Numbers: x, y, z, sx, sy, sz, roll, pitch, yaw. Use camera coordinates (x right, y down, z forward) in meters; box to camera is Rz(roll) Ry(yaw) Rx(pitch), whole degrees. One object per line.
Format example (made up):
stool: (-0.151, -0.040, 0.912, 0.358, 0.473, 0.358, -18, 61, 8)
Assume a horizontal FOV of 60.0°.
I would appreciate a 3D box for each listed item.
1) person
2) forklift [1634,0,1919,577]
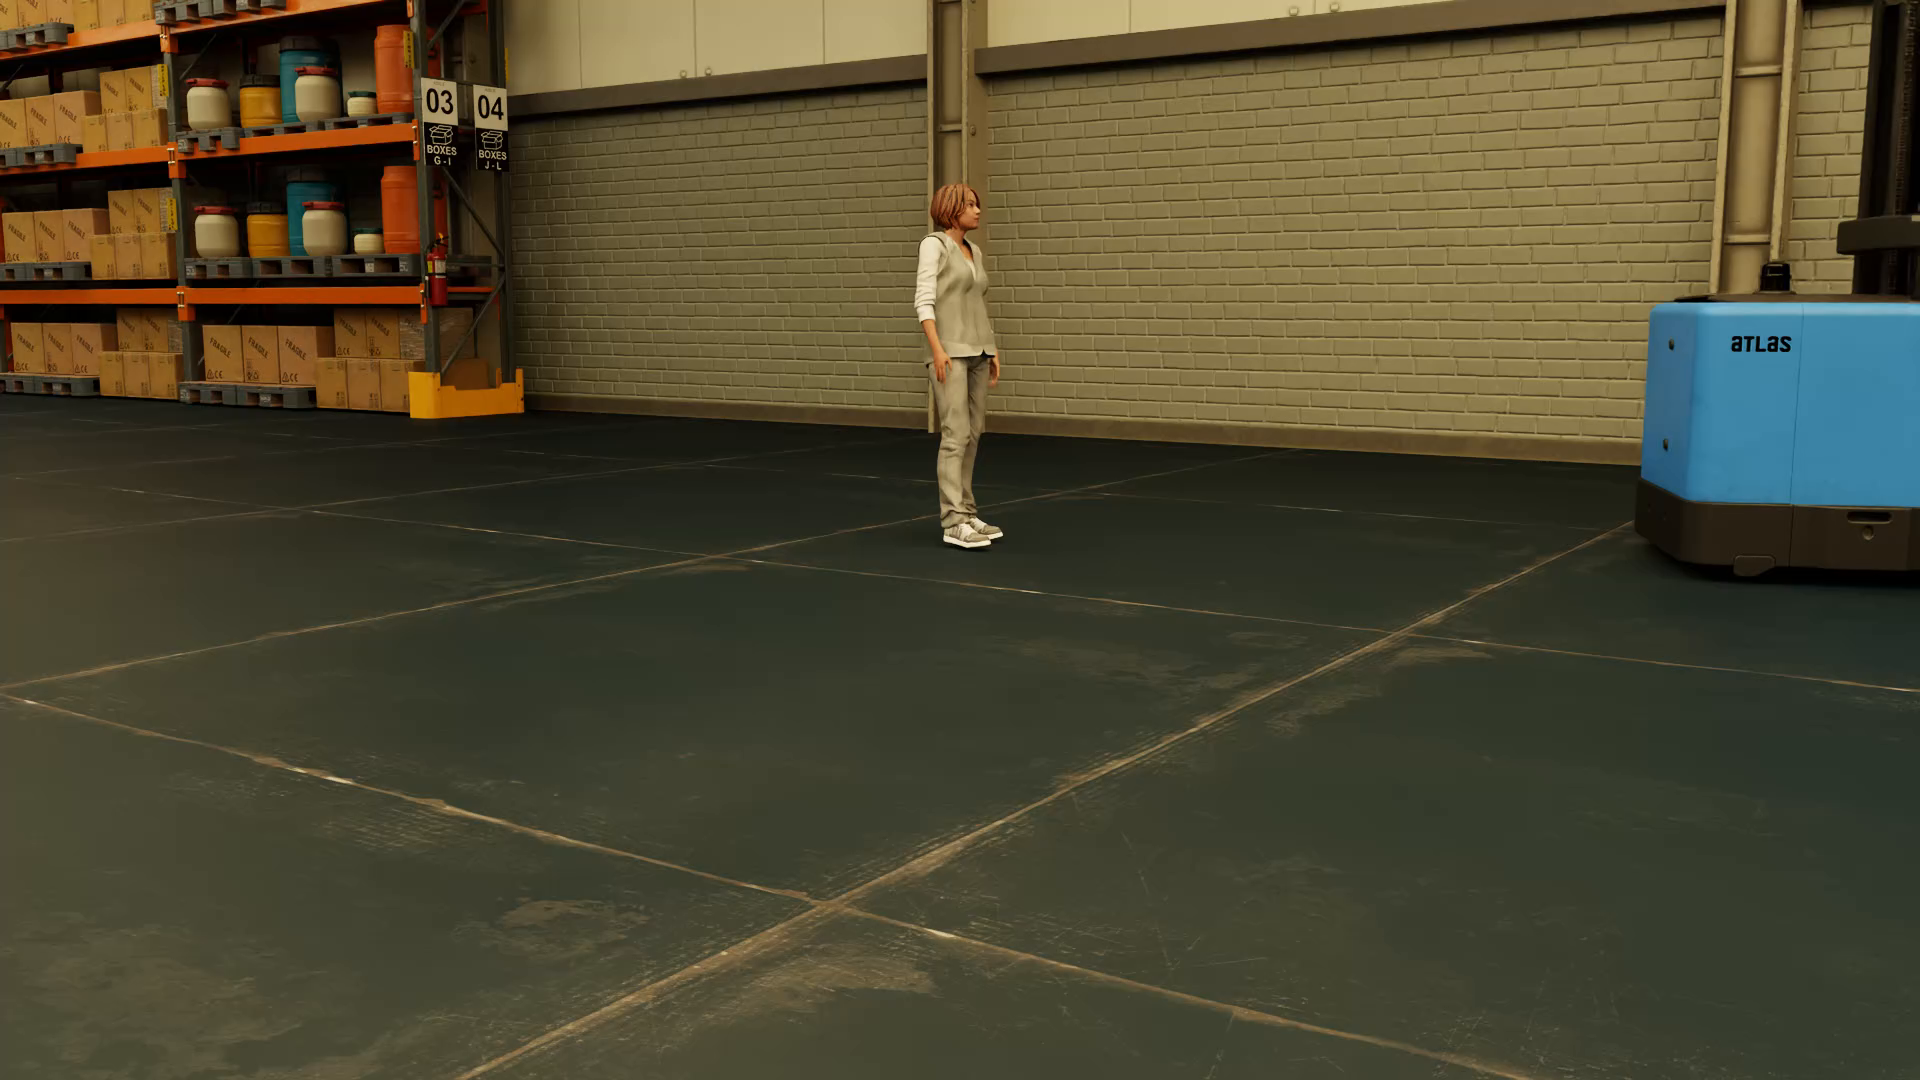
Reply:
person: (0.054, -0.789, 7.437, 0.473, 1.595, 0.520, 5, 10, 34)
forklift: (4.389, -1.318, 6.460, 3.031, 2.935, 1.130, 2, 8, 11)
